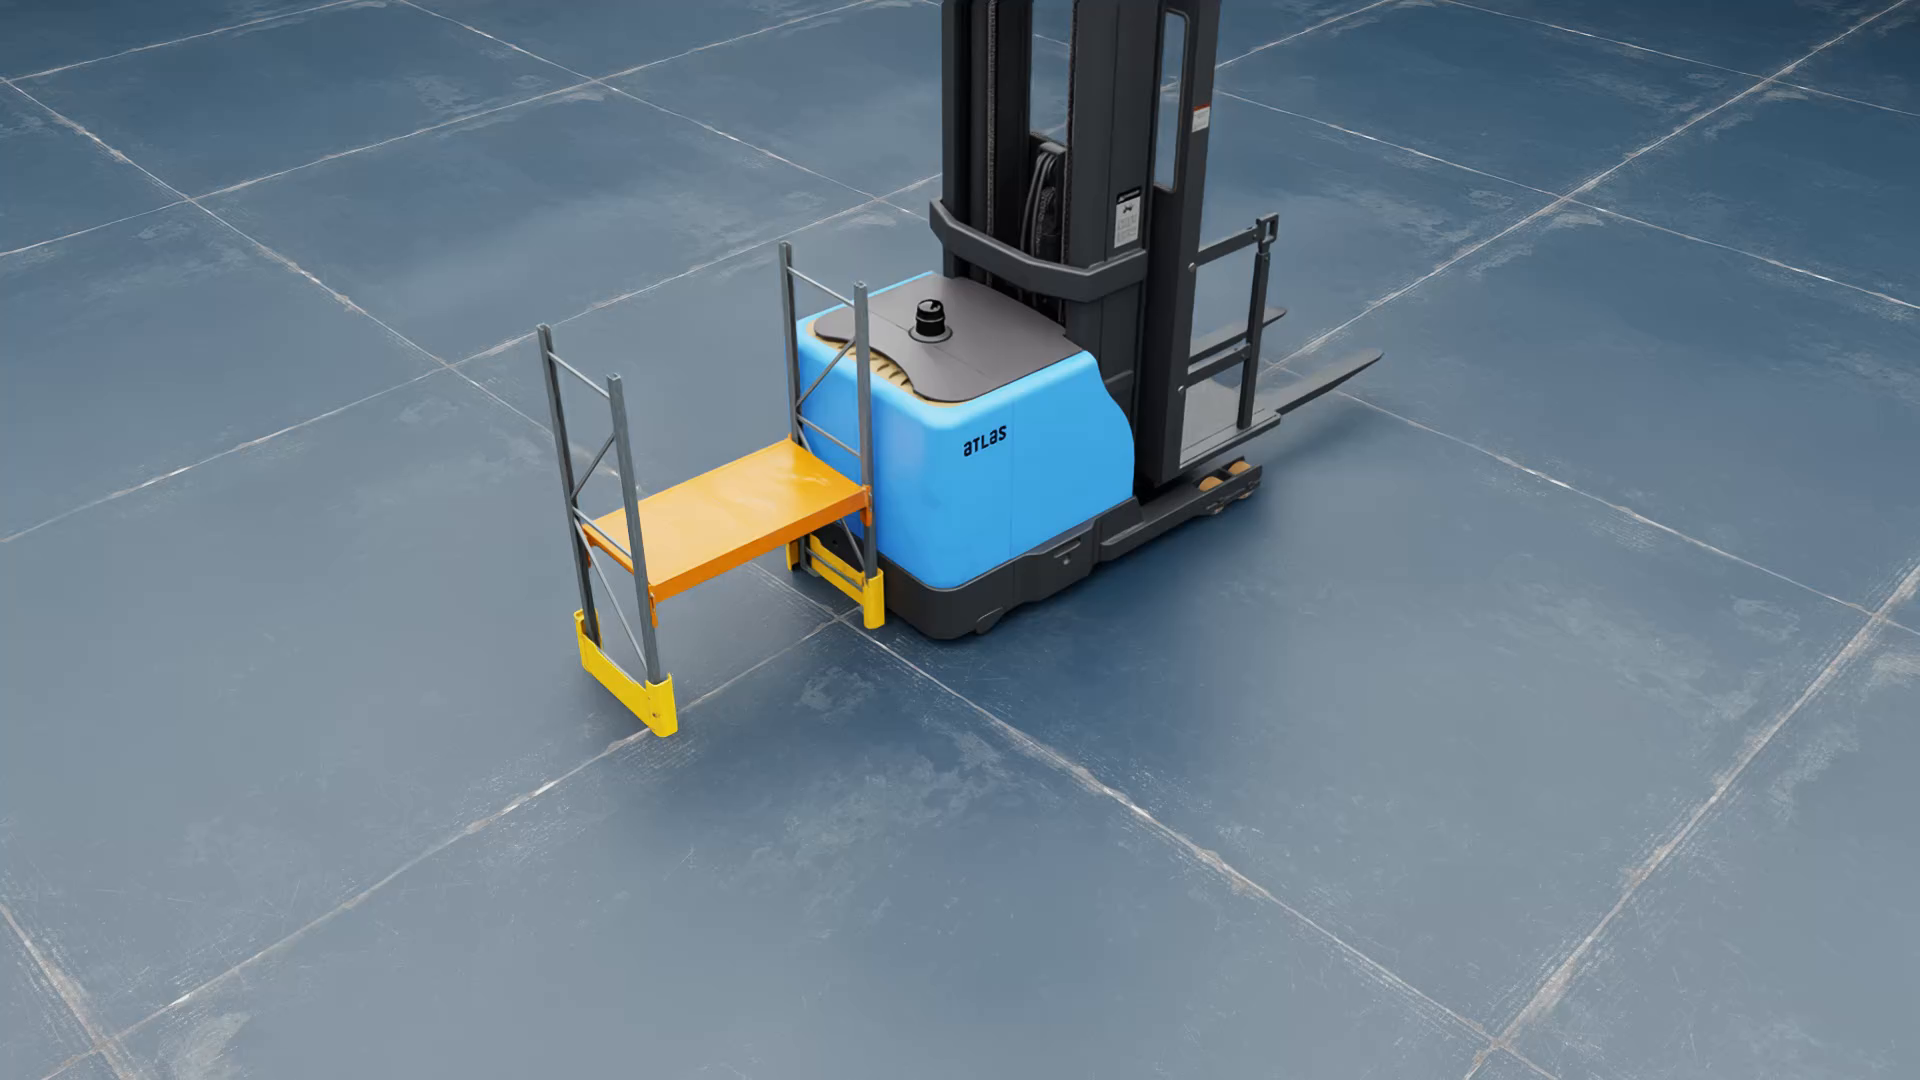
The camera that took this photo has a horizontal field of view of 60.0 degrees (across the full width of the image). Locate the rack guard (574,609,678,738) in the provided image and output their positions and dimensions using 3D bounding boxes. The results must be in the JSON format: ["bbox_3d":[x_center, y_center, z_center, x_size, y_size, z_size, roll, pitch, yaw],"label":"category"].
[{"bbox_3d":[-1.271,0.497,6.318,0.087,0.250,0.587,-26,43,-33],"label":"rack guard"}]

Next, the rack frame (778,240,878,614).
[{"bbox_3d":[-0.505,-0.397,6.508,0.032,1.500,0.500,-26,43,-33],"label":"rack frame"}]

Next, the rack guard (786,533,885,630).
[{"bbox_3d":[-0.520,0.123,6.855,0.087,0.250,0.587,-26,43,-33],"label":"rack guard"}]

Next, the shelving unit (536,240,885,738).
[{"bbox_3d":[-0.896,-0.202,6.229,1.083,1.500,0.587,-26,43,-33],"label":"shelving unit"}]

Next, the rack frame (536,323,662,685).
[{"bbox_3d":[-1.272,-0.015,5.960,0.032,1.500,0.500,-26,43,-33],"label":"rack frame"}]

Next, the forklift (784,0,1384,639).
[{"bbox_3d":[0.728,-1.520,6.867,3.031,2.935,1.130,-26,43,-33],"label":"forklift"}]

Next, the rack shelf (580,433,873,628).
[{"bbox_3d":[-0.889,-0.058,6.337,1.000,0.185,0.538,-26,43,-33],"label":"rack shelf"}]
